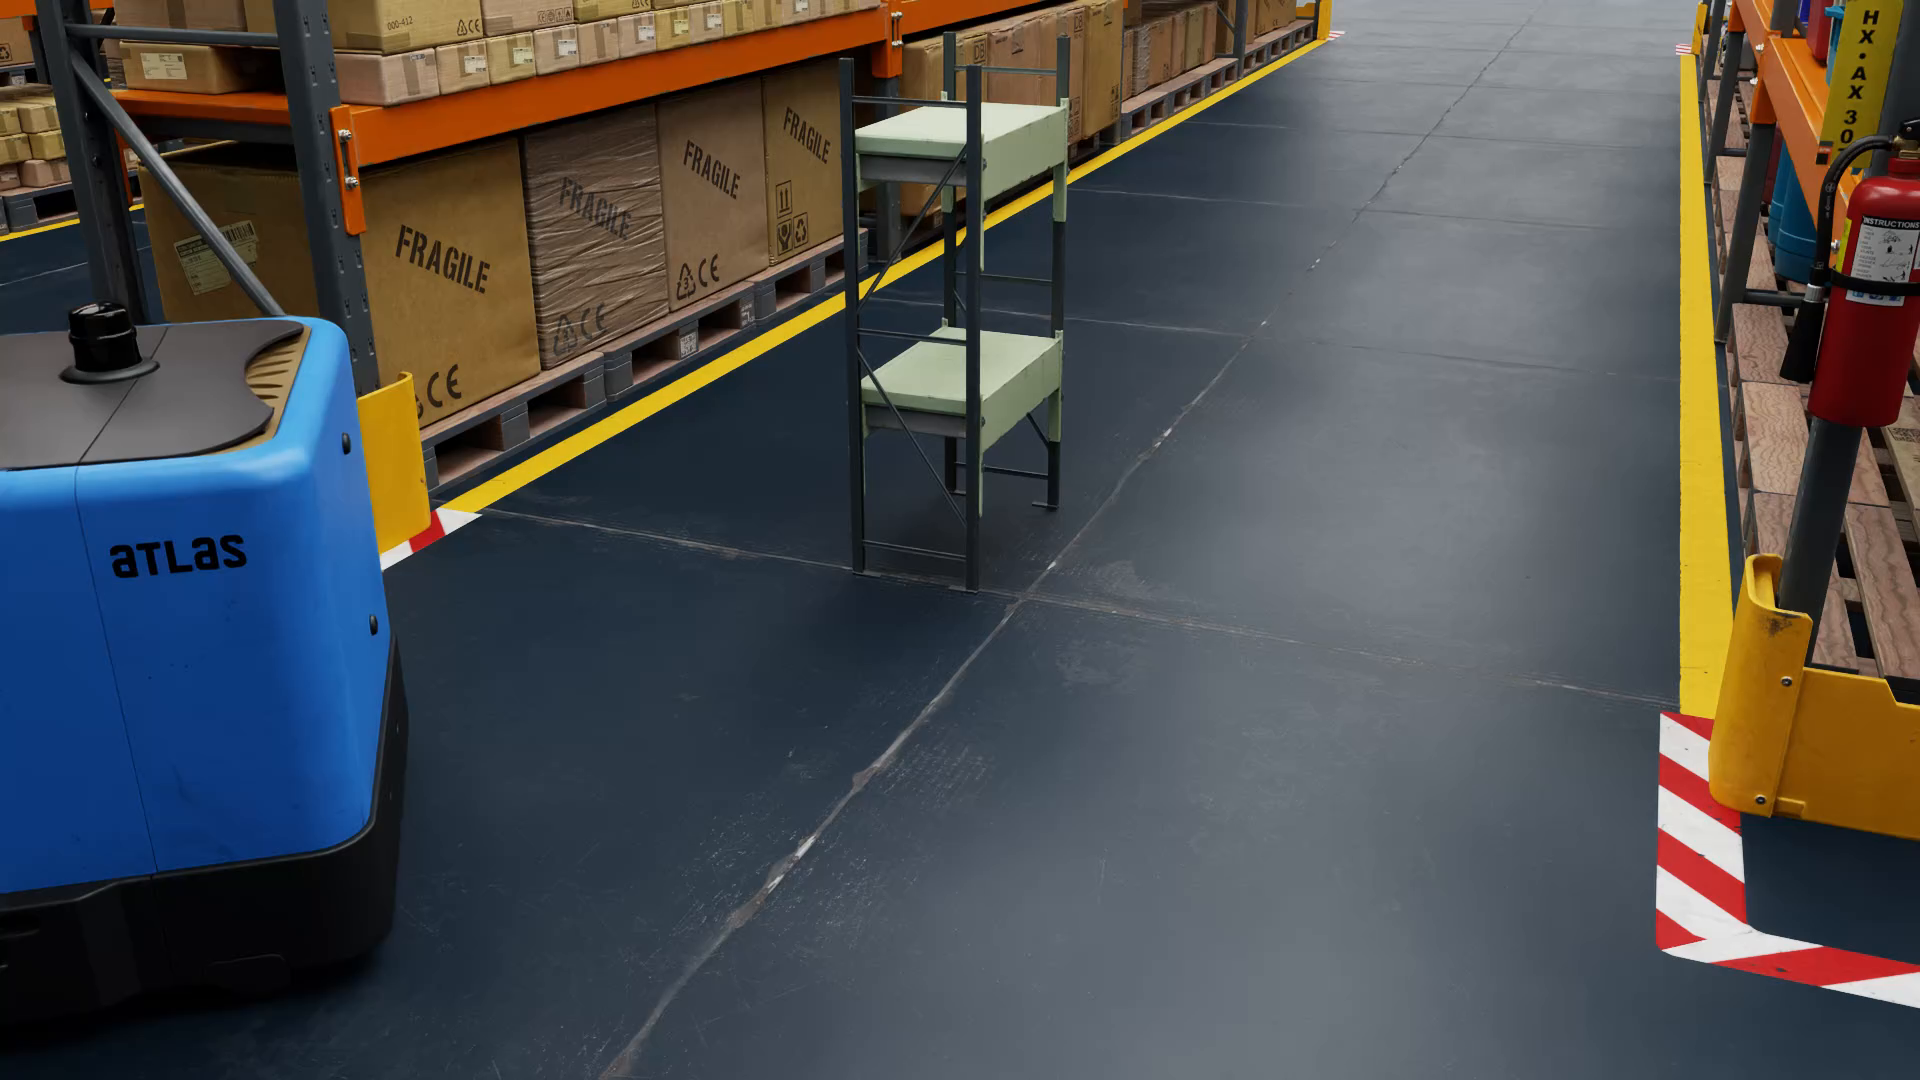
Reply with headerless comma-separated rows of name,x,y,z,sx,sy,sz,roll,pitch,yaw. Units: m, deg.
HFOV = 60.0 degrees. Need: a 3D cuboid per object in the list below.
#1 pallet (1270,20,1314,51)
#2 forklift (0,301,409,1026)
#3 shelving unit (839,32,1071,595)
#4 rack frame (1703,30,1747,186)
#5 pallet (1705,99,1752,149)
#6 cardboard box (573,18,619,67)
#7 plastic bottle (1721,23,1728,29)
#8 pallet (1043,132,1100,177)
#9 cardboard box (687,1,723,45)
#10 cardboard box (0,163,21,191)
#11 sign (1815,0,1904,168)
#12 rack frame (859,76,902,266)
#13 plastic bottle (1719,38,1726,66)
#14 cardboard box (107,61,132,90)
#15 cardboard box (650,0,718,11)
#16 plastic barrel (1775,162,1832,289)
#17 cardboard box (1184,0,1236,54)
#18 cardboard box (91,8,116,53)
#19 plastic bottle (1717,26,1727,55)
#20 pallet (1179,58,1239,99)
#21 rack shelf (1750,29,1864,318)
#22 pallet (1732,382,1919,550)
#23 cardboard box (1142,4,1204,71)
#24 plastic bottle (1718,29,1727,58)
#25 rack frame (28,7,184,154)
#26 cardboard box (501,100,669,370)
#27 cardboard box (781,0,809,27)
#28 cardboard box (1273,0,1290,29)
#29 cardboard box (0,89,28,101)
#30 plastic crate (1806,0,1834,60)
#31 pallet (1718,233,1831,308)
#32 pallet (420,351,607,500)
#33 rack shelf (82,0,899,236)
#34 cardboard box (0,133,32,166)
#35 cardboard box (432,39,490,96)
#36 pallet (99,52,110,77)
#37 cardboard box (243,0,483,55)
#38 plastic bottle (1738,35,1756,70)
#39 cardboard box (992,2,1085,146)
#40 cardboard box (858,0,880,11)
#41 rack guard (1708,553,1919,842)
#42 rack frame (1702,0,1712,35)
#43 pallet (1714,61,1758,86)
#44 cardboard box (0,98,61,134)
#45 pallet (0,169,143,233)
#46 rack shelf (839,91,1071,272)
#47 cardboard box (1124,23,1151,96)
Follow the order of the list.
pallet,3.298,-5.599,18.382,1.003,0.211,1.213,9,24,20
forklift,-2.686,-0.541,2.742,3.031,2.935,1.130,-6,23,-14
shelving unit,0.002,-0.694,4.967,0.431,1.500,0.755,9,24,20
rack frame,5.288,-3.627,10.042,1.000,3.000,0.127,9,24,20
pallet,6.067,-3.047,12.271,1.003,0.211,1.213,9,24,20
cardboard box,-1.464,-1.805,6.006,0.380,0.149,0.250,8,24,19
plastic bottle,7.170,-4.707,15.596,0.097,0.271,0.097,0,23,0
pallet,0.327,-2.778,11.627,1.003,0.211,1.213,9,24,20
cardboard box,-1.178,-2.082,6.669,0.380,0.149,0.250,9,24,21
cardboard box,-5.616,-2.079,9.488,0.380,0.149,0.250,8,24,19
sign,1.800,-0.913,3.331,0.100,0.325,0.005,9,24,20
rack frame,-0.796,-2.905,8.312,1.000,3.000,0.127,9,24,20
plastic bottle,6.746,-4.311,14.545,0.144,0.351,0.185,8,24,19
cardboard box,-5.323,-2.992,11.220,0.500,0.500,0.500,8,24,19
cardboard box,-1.287,-2.228,6.501,0.500,0.250,0.500,8,24,19
plastic barrel,4.020,-1.613,7.399,0.600,0.901,0.708,9,24,20
cardboard box,2.361,-4.945,15.896,0.500,0.500,0.500,8,24,18
cardboard box,-8.292,-4.937,16.042,0.950,0.372,0.625,7,24,16
plastic bottle,7.057,-4.599,15.337,0.097,0.271,0.097,0,23,0
pallet,1.888,-4.202,15.036,1.003,0.211,1.213,9,24,20
rack shelf,3.059,-1.148,5.040,1.077,0.370,4.000,9,24,20
pallet,3.114,-0.202,5.460,1.003,0.211,1.213,9,24,20
cardboard box,1.733,-4.433,14.642,0.700,0.500,0.500,9,24,20
plastic bottle,6.937,-4.495,14.986,0.144,0.351,0.185,9,24,20
rack frame,-5.364,-3.651,10.099,1.000,3.000,0.127,9,24,20
cardboard box,-1.781,-1.253,6.569,0.875,0.875,0.875,9,24,20
cardboard box,-0.892,-2.357,7.327,0.380,0.149,0.250,9,24,21
cardboard box,3.223,-5.799,17.941,0.500,0.500,0.500,16,28,34
cardboard box,-5.841,-2.620,10.013,0.380,0.149,0.250,10,25,23
plastic crate,3.238,-1.969,5.912,0.402,0.464,0.583,9,24,20
pallet,4.128,-1.179,7.799,1.003,0.211,1.213,9,24,20
pallet,-2.058,-0.484,6.135,1.003,0.211,1.213,9,24,20
rack shelf,-1.539,-1.857,6.738,1.077,0.370,4.000,9,24,20
cardboard box,-5.542,-2.236,9.479,0.380,0.149,0.250,9,24,21
cardboard box,-1.750,-1.529,5.345,0.380,0.149,0.250,8,24,19
pallet,-8.220,-4.748,16.342,1.003,0.211,1.213,9,24,20
cardboard box,-1.853,-1.675,5.176,0.500,0.250,0.500,8,24,19
plastic bottle,6.879,-4.290,14.495,0.144,0.351,0.185,9,24,20
cardboard box,0.076,-2.988,10.723,1.225,0.875,0.875,9,24,20
cardboard box,-0.605,-2.633,7.987,0.380,0.149,0.250,9,24,20
rack guard,2.320,0.400,3.645,1.175,0.500,0.348,9,24,20
rack frame,8.260,-6.490,16.895,1.000,3.000,0.127,9,24,20
pallet,7.062,-4.006,14.567,1.003,0.211,1.213,9,24,20
cardboard box,-5.398,-2.452,9.611,0.380,0.149,0.250,9,24,20
pallet,-5.580,-2.119,10.049,1.003,0.211,1.213,9,24,20
rack shelf,0.002,-1.055,4.816,0.431,0.370,0.720,9,24,20
cardboard box,1.114,-3.829,13.197,0.700,0.500,0.500,7,24,16
